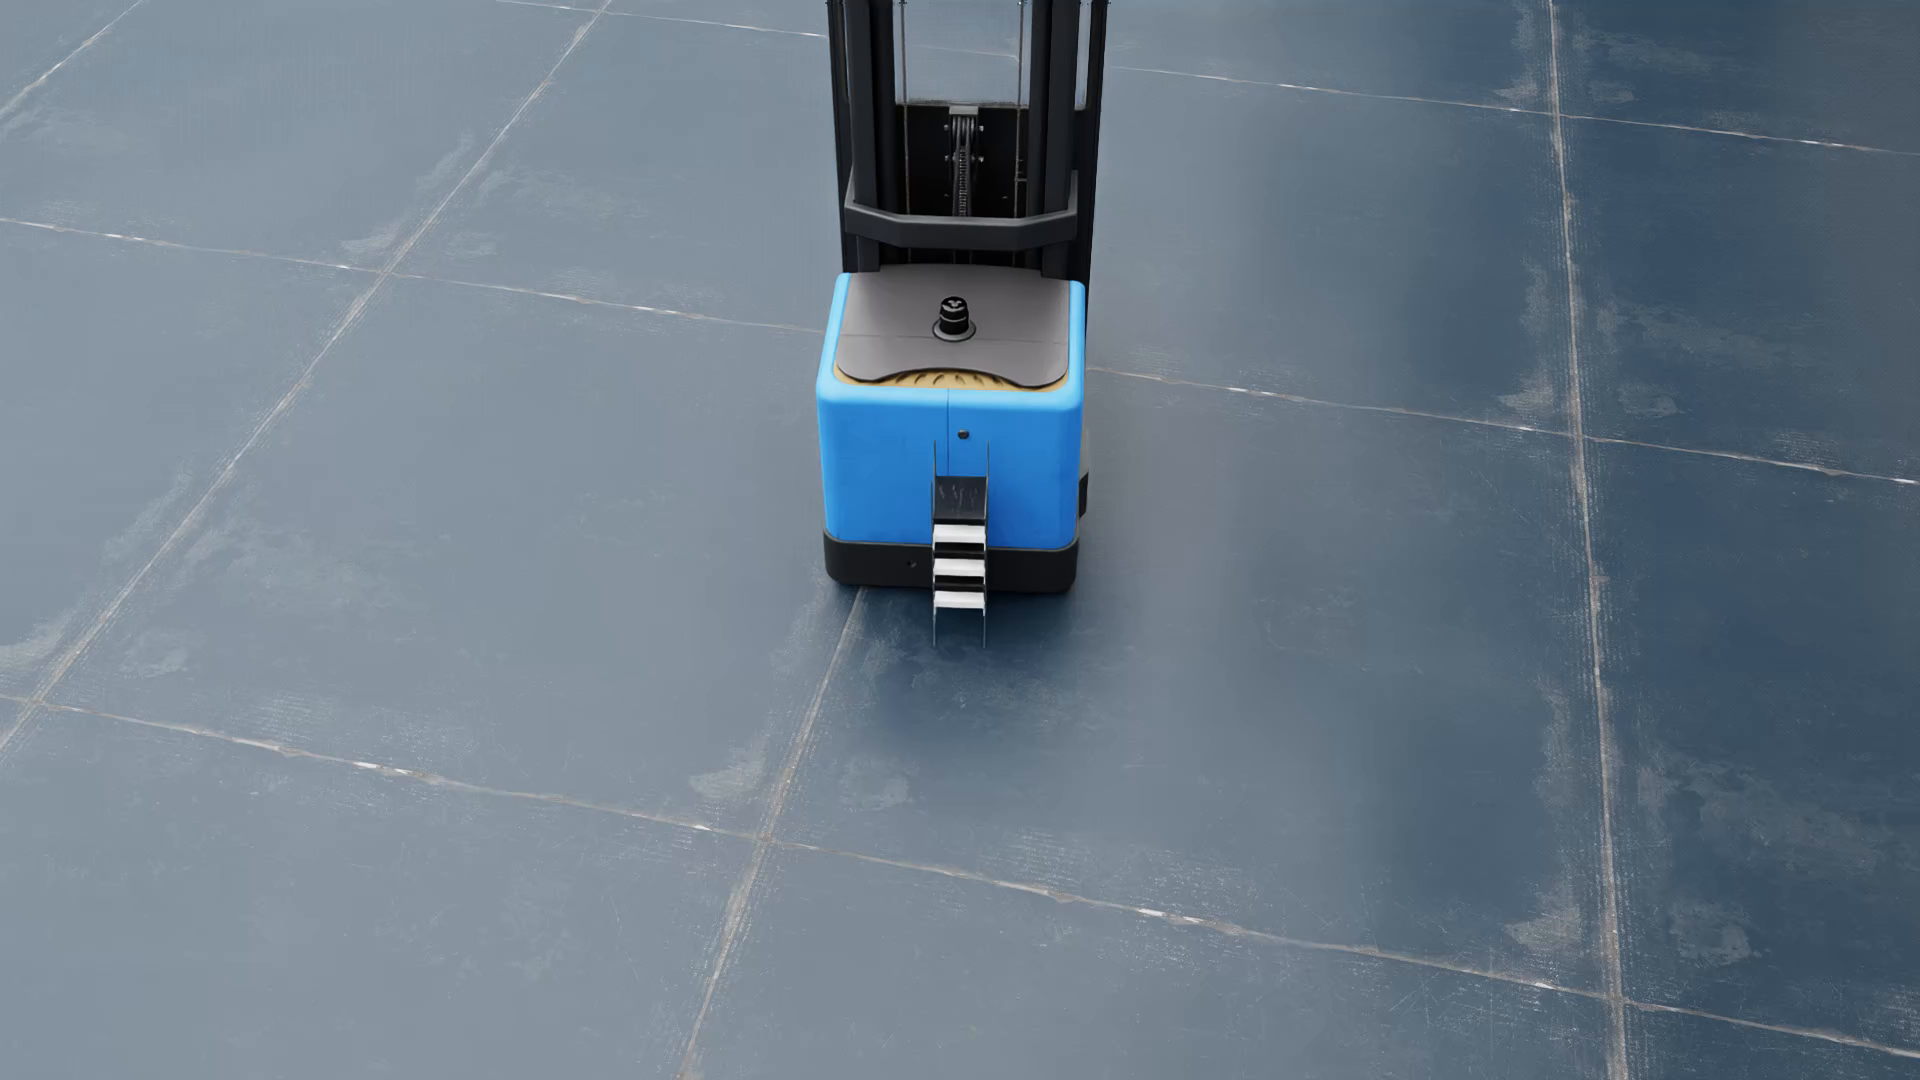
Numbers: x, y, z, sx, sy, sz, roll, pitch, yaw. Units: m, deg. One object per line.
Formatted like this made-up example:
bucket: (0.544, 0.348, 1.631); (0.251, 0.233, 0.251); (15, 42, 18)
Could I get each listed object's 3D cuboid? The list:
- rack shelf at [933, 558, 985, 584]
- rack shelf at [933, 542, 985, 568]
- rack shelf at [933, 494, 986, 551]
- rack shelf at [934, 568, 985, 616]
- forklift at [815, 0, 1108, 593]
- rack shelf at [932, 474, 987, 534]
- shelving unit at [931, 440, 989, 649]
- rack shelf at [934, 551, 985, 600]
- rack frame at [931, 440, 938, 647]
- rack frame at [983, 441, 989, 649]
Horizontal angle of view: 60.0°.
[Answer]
rack shelf: (0.001, 0.055, 6.552); (0.200, 0.077, 0.258); (2, 44, 2)
rack shelf: (0.001, -0.009, 6.489); (0.200, 0.077, 0.258); (2, 44, 2)
rack shelf: (0.001, -0.074, 6.427); (0.200, 0.077, 0.258); (2, 44, 2)
rack shelf: (0.001, 0.185, 6.676); (0.200, 0.077, 0.258); (2, 44, 2)
forklift: (0.044, -1.851, 7.020); (1.130, 2.935, 3.031); (2, 44, 2)
rack shelf: (0.001, -0.139, 6.364); (0.200, 0.077, 0.258); (2, 44, 2)
shelving unit: (0.001, 0.031, 6.529); (0.210, 0.900, 0.258); (2, 44, 2)
rack shelf: (0.001, 0.120, 6.614); (0.200, 0.077, 0.258); (2, 44, 2)
rack frame: (-0.101, 0.029, 6.531); (0.006, 0.900, 0.240); (2, 44, 2)
rack frame: (0.103, 0.034, 6.526); (0.006, 0.900, 0.240); (2, 44, 2)
